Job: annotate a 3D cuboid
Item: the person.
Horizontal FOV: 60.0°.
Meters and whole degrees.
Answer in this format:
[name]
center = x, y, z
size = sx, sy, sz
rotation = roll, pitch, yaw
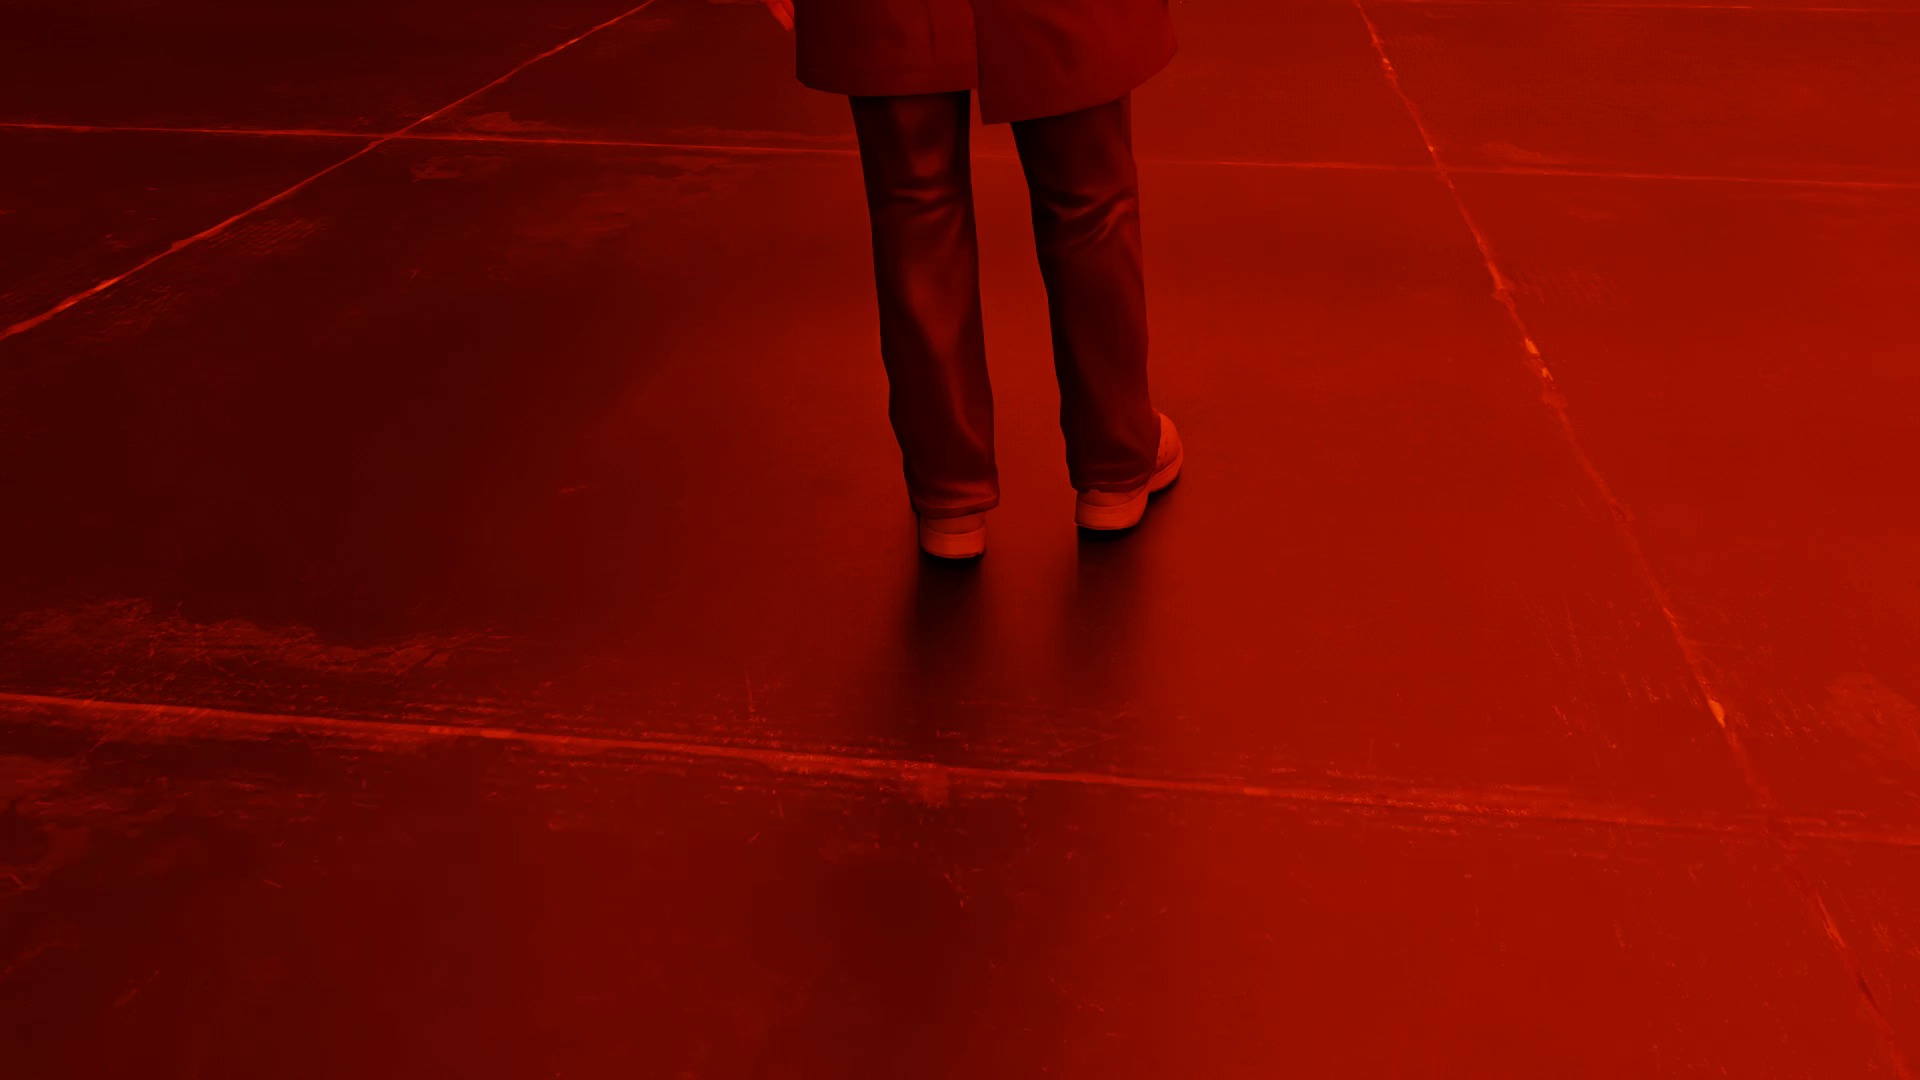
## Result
[person]
center = 0.022, -0.846, 2.189
size = 0.649, 1.776, 0.561
rotation = 3, 27, 7
